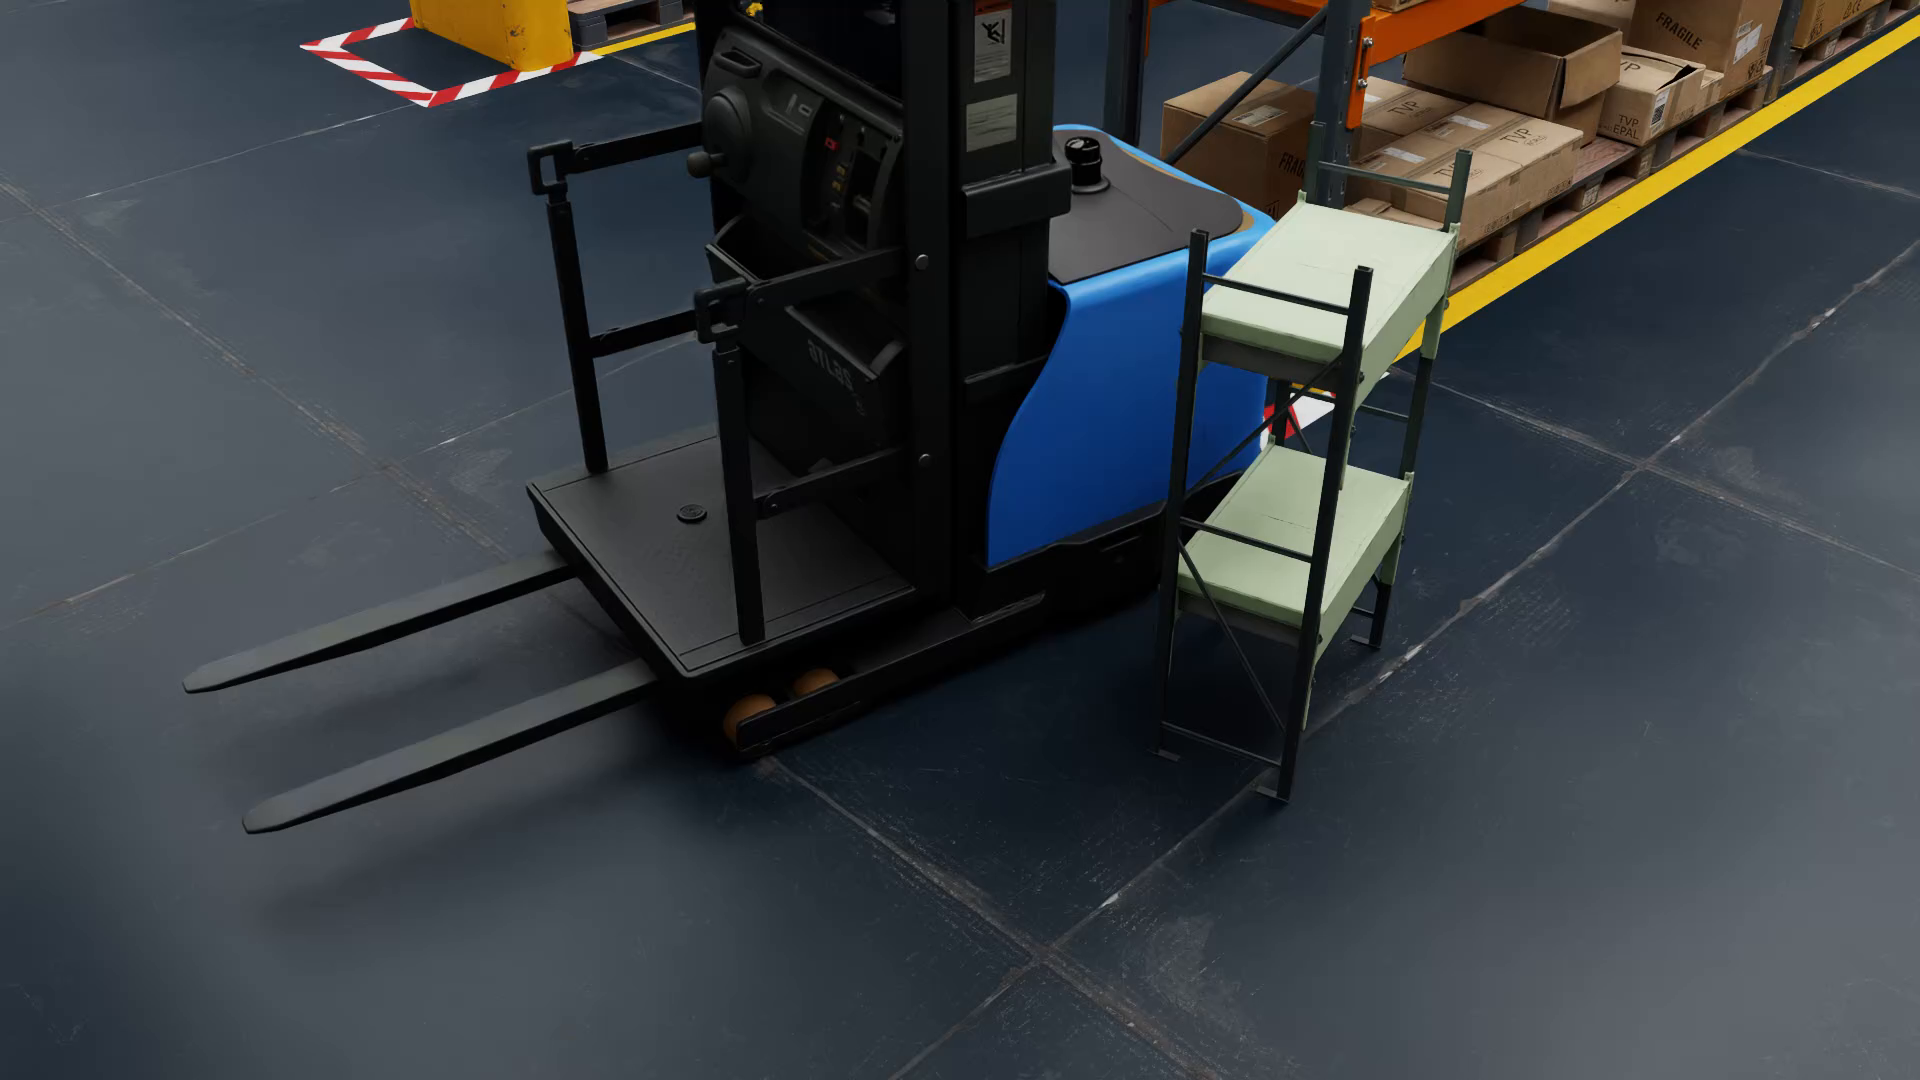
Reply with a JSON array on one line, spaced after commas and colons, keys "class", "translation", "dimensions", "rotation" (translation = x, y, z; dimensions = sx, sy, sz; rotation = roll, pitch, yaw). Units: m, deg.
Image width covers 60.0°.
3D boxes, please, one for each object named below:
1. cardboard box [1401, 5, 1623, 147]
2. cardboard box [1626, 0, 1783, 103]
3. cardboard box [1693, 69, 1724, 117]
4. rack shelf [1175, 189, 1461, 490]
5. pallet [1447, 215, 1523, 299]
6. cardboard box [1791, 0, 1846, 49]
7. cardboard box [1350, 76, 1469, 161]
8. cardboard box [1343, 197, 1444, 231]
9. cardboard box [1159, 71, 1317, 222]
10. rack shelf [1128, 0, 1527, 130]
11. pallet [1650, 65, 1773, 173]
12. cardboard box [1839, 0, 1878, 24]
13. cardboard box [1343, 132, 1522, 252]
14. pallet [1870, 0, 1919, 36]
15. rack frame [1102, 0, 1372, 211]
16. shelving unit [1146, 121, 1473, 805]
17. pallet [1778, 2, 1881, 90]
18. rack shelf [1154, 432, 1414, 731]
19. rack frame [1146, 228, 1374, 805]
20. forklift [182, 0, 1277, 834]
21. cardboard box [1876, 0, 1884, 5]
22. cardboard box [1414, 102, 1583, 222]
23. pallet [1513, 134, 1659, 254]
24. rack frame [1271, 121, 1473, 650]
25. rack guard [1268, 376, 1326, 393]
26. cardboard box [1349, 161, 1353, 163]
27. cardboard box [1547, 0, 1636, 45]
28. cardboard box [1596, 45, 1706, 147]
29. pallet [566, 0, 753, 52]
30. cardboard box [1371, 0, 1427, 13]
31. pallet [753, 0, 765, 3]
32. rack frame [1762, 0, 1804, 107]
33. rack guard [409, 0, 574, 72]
[{"class": "cardboard box", "translation": [2.425, -2.029, 7.335], "dimensions": [0.797, 0.503, 0.637], "rotation": [30, 45, 35]}, {"class": "cardboard box", "translation": [3.545, -2.447, 7.937], "dimensions": [0.500, 0.500, 0.500], "rotation": [30, 45, 35]}, {"class": "cardboard box", "translation": [3.324, -2.126, 7.785], "dimensions": [0.380, 0.149, 0.250], "rotation": [30, 45, 35]}, {"class": "rack shelf", "translation": [0.859, -0.499, 3.972], "dimensions": [0.431, 0.370, 0.720], "rotation": [18, 39, 24]}, {"class": "pallet", "translation": [1.542, -1.225, 6.822], "dimensions": [1.003, 0.211, 1.213], "rotation": [30, 45, 35]}, {"class": "cardboard box", "translation": [4.259, -2.891, 8.573], "dimensions": [0.500, 0.500, 0.500], "rotation": [27, 43, 33]}, {"class": "cardboard box", "translation": [1.826, -1.760, 7.170], "dimensions": [0.500, 0.250, 0.500], "rotation": [30, 45, 35]}, {"class": "cardboard box", "translation": [1.642, -1.165, 6.390], "dimensions": [0.380, 0.166, 0.250], "rotation": [30, 45, 35]}, {"class": "cardboard box", "translation": [1.135, -1.489, 6.563], "dimensions": [0.500, 0.500, 0.500], "rotation": [30, 45, 35]}, {"class": "rack shelf", "translation": [2.336, -2.530, 6.885], "dimensions": [1.077, 0.370, 4.000], "rotation": [30, 45, 35]}, {"class": "pallet", "translation": [3.261, -2.215, 8.242], "dimensions": [1.003, 0.211, 1.213], "rotation": [30, 45, 35]}, {"class": "cardboard box", "translation": [4.627, -3.112, 8.890], "dimensions": [0.500, 0.500, 0.500], "rotation": [-29, 44, -35]}, {"class": "cardboard box", "translation": [1.864, -1.376, 6.619], "dimensions": [0.500, 0.250, 0.500], "rotation": [30, 45, 35]}, {"class": "pallet", "translation": [5.151, -3.337, 9.850], "dimensions": [1.003, 0.211, 1.213], "rotation": [30, 45, 35]}, {"class": "rack frame", "translation": [0.927, -2.014, 5.515], "dimensions": [1.000, 3.000, 0.127], "rotation": [30, 45, 35]}, {"class": "shelving unit", "translation": [0.859, -0.179, 4.195], "dimensions": [0.431, 1.500, 0.755], "rotation": [18, 39, 24]}, {"class": "pallet", "translation": [4.292, -2.839, 9.136], "dimensions": [1.003, 0.211, 1.213], "rotation": [30, 45, 35]}, {"class": "rack shelf", "translation": [0.859, 0.089, 4.382], "dimensions": [0.431, 0.370, 0.720], "rotation": [18, 39, 24]}, {"class": "rack frame", "translation": [0.676, 0.003, 3.935], "dimensions": [0.400, 1.500, 0.023], "rotation": [18, 39, 24]}, {"class": "forklift", "translation": [-0.583, -0.971, 4.080], "dimensions": [3.031, 2.935, 1.130], "rotation": [-21, 40, -27]}, {"class": "cardboard box", "translation": [4.984, -3.312, 9.177], "dimensions": [0.500, 0.500, 0.500], "rotation": [-29, 44, -35]}, {"class": "cardboard box", "translation": [2.216, -1.579, 6.910], "dimensions": [0.500, 0.250, 0.500], "rotation": [30, 45, 35]}, {"class": "pallet", "translation": [2.401, -1.717, 7.528], "dimensions": [1.003, 0.211, 1.213], "rotation": [30, 45, 35]}, {"class": "rack frame", "translation": [1.041, -0.360, 4.455], "dimensions": [0.400, 1.500, 0.023], "rotation": [18, 39, 24]}, {"class": "rack guard", "translation": [0.981, -1.019, 6.274], "dimensions": [1.175, 0.500, 0.348], "rotation": [30, 45, 35]}, {"class": "cardboard box", "translation": [1.485, -1.480, 6.842], "dimensions": [0.380, 0.166, 0.250], "rotation": [30, 45, 35]}, {"class": "cardboard box", "translation": [3.296, -2.632, 8.367], "dimensions": [0.500, 0.311, 0.500], "rotation": [30, 45, 35]}, {"class": "cardboard box", "translation": [3.017, -2.065, 7.555], "dimensions": [0.500, 0.311, 0.500], "rotation": [30, 45, 35]}, {"class": "pallet", "translation": [-1.977, -3.187, 9.635], "dimensions": [1.003, 0.211, 1.213], "rotation": [30, 45, 35]}, {"class": "cardboard box", "translation": [1.427, -2.129, 5.592], "dimensions": [0.500, 0.500, 0.500], "rotation": [-29, 44, -35]}, {"class": "pallet", "translation": [-1.117, -3.680, 10.342], "dimensions": [1.003, 0.211, 1.213], "rotation": [30, 45, 35]}, {"class": "rack frame", "translation": [3.745, -3.637, 7.843], "dimensions": [1.000, 3.000, 0.127], "rotation": [30, 45, 35]}, {"class": "rack guard", "translation": [-2.593, -2.971, 9.073], "dimensions": [1.175, 0.500, 0.348], "rotation": [30, 45, 35]}]
